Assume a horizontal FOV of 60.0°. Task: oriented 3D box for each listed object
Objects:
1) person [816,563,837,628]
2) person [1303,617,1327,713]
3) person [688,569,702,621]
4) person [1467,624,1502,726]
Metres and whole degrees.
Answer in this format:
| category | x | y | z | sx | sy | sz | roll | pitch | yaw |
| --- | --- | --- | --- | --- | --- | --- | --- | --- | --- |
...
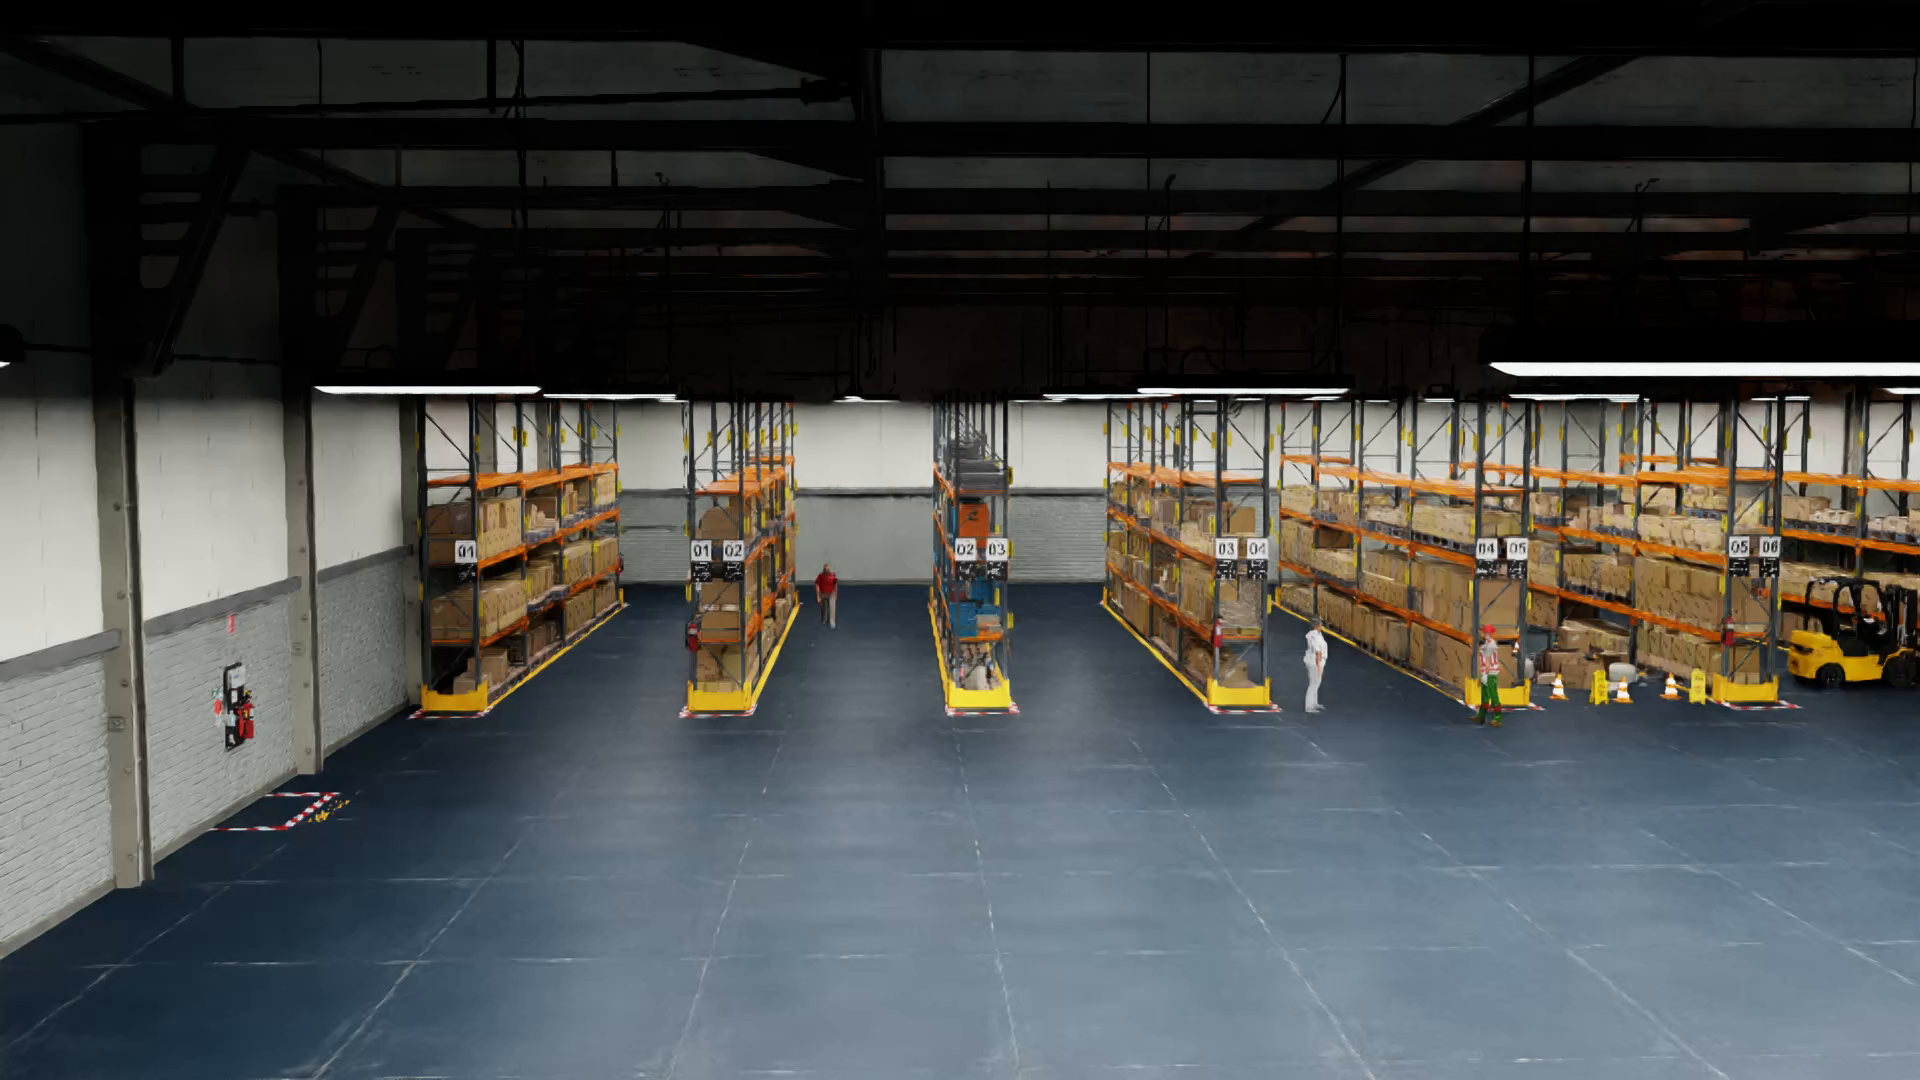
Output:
| category | x | y | z | sx | sy | sz | roll | pitch | yaw |
| --- | --- | --- | --- | --- | --- | --- | --- | --- | --- |
| person | -3.418 | 1.408 | 42.560 | 0.547 | 1.640 | 1.116 | 0 | 5 | -4 |
| person | 6.636 | 2.315 | 30.981 | 0.514 | 1.747 | 0.725 | -1 | 5 | -9 |
| person | -6.935 | 1.275 | 44.078 | 0.577 | 1.691 | 1.121 | 0 | 5 | 0 |
| person | 9.415 | 2.390 | 29.772 | 0.594 | 1.785 | 0.670 | 1 | 5 | 17 |
